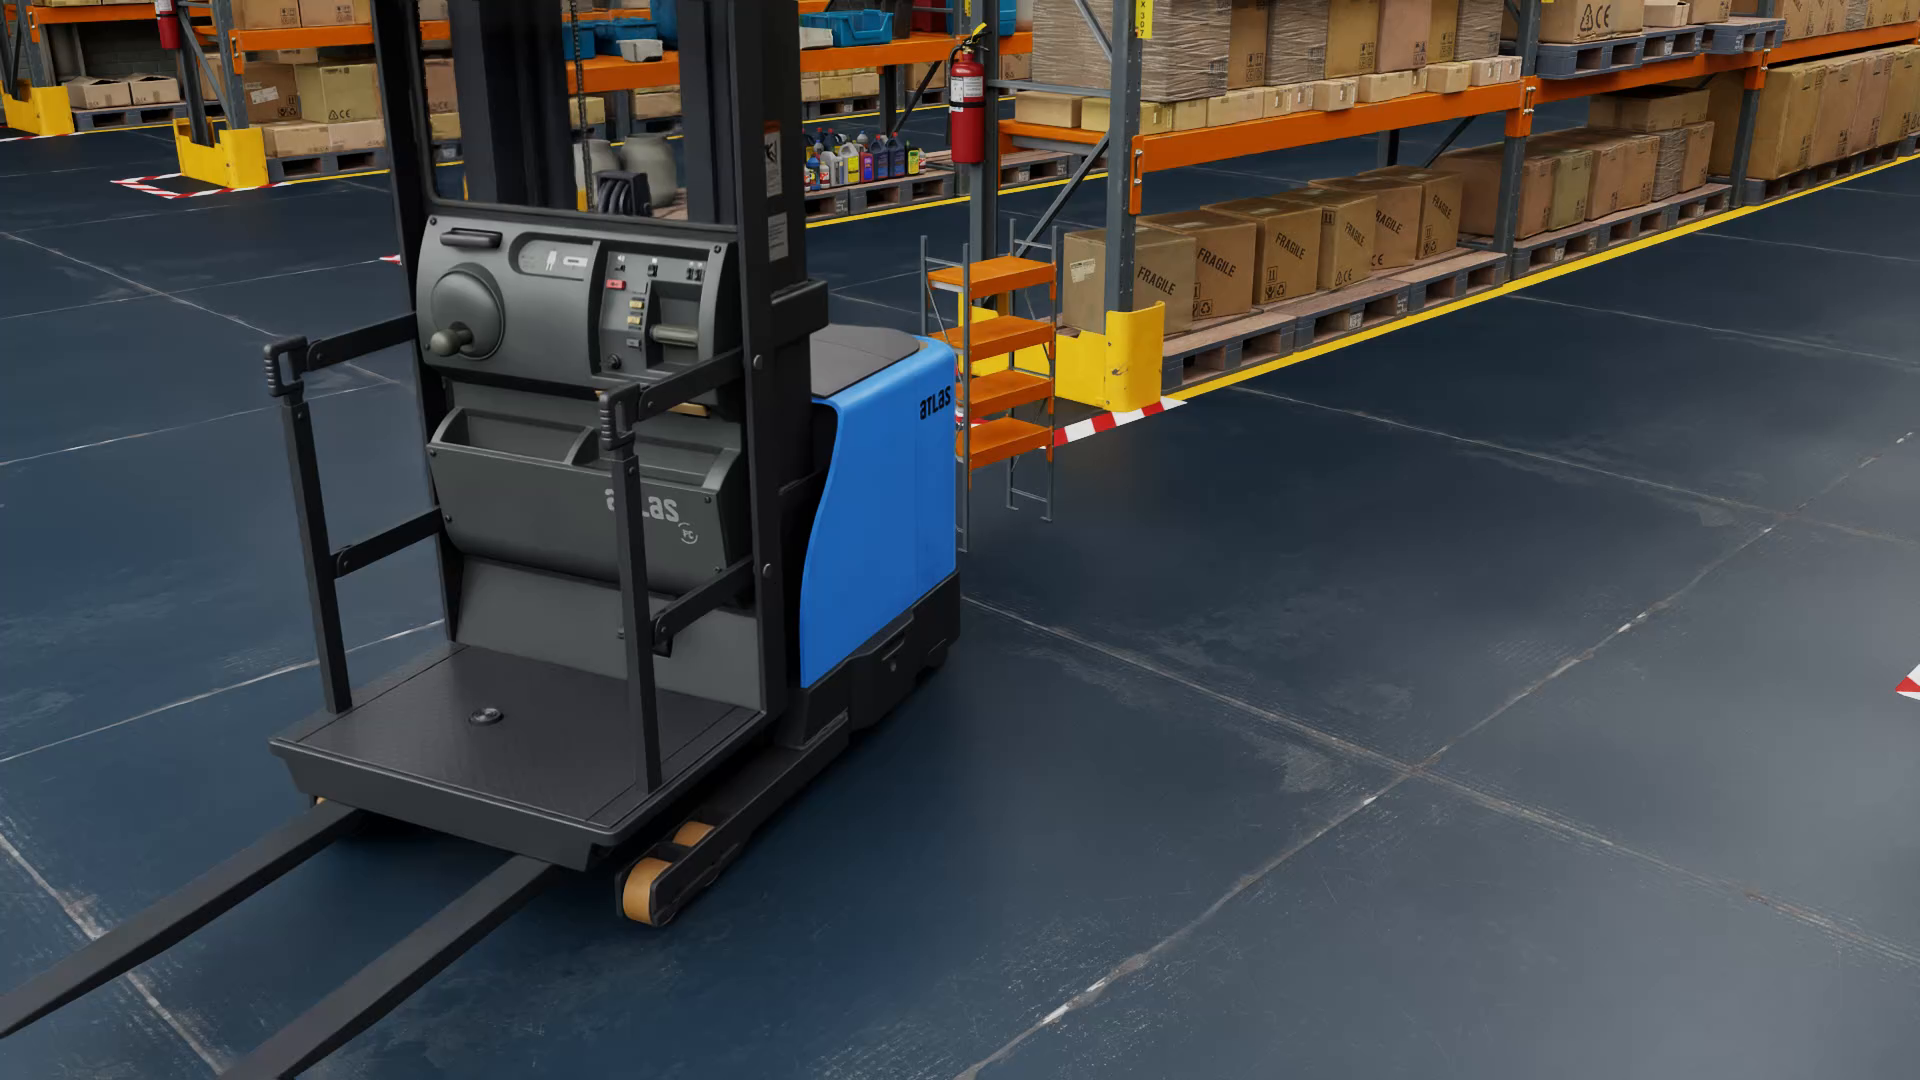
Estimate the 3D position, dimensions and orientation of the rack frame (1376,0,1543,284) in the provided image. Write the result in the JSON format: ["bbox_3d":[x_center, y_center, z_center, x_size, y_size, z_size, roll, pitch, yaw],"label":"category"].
[{"bbox_3d":[3.240,-3.218,10.767,1.000,3.000,0.127,19,28,41],"label":"rack frame"}]

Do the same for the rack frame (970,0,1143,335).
[{"bbox_3d":[0.450,-2.190,8.092,1.000,3.000,0.127,19,28,41],"label":"rack frame"}]

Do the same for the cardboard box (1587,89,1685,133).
[{"bbox_3d":[5.222,-3.316,12.848,0.500,0.250,0.500,-16,26,-36],"label":"cardboard box"}]

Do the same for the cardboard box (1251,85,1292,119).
[{"bbox_3d":[1.532,-2.338,8.828,0.380,0.149,0.250,19,28,41],"label":"cardboard box"}]

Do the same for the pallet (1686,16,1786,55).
[{"bbox_3d":[5.610,-3.947,12.930,1.213,0.211,1.003,19,28,41],"label":"pallet"}]

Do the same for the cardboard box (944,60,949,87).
[{"bbox_3d":[-0.181,-5.947,20.737,0.500,0.500,0.500,18,27,39],"label":"cardboard box"}]

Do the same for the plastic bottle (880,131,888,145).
[{"bbox_3d":[-0.654,-3.225,13.864,0.144,0.351,0.185,19,28,41],"label":"plastic bottle"}]

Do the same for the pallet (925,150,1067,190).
[{"bbox_3d":[0.212,-3.368,15.043,1.003,0.211,1.213,19,28,41],"label":"pallet"}]

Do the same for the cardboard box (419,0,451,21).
[{"bbox_3d":[-5.232,-5.233,15.868,0.500,0.500,0.700,-19,28,-40],"label":"cardboard box"}]

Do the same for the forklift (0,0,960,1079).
[{"bbox_3d":[-1.084,-0.594,4.035,1.130,2.935,3.031,10,23,23],"label":"forklift"}]

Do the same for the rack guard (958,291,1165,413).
[{"bbox_3d":[0.503,-1.043,8.591,1.175,0.500,0.348,19,28,41],"label":"rack guard"}]

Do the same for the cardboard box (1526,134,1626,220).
[{"bbox_3d":[4.420,-2.671,12.214,0.700,0.500,0.500,16,26,36],"label":"cardboard box"}]

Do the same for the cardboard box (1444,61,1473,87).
[{"bbox_3d":[2.902,-2.861,10.188,0.380,0.149,0.250,19,28,41],"label":"cardboard box"}]

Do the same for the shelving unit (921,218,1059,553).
[{"bbox_3d":[0.115,-0.603,6.470,0.258,1.200,0.503,19,28,41],"label":"shelving unit"}]

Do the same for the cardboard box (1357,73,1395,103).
[{"bbox_3d":[2.244,-2.590,9.483,0.380,0.149,0.250,19,28,41],"label":"cardboard box"}]

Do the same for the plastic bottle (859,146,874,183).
[{"bbox_3d":[-0.769,-3.056,13.518,0.133,0.283,0.061,-18,27,-39],"label":"plastic bottle"}]

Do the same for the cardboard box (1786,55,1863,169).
[{"bbox_3d":[7.155,-3.850,14.787,1.225,0.875,0.875,19,28,41],"label":"cardboard box"}]

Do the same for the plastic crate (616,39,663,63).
[{"bbox_3d":[-2.244,-3.456,11.753,0.298,0.136,0.250,19,28,41],"label":"plastic crate"}]

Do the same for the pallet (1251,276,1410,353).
[{"bbox_3d":[1.946,-1.420,9.975,1.003,0.211,1.213,19,28,41],"label":"pallet"}]

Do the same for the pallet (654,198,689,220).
[{"bbox_3d":[-2.509,-2.367,12.438,1.003,0.211,1.213,19,28,41],"label":"pallet"}]

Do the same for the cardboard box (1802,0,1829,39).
[{"bbox_3d":[6.923,-4.483,13.918,0.500,0.500,0.500,18,28,39],"label":"cardboard box"}]

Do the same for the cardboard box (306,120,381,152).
[{"bbox_3d":[-5.765,-3.795,15.513,0.500,0.250,0.500,19,28,41],"label":"cardboard box"}]

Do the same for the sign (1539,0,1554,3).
[{"bbox_3d":[3.635,-3.489,10.263,0.100,0.325,0.005,19,28,41],"label":"sign"}]

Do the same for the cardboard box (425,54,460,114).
[{"bbox_3d":[-5.063,-4.400,16.043,0.500,0.500,0.500,19,28,41],"label":"cardboard box"}]

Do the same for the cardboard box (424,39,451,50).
[{"bbox_3d":[-6.905,-6.169,21.316,0.500,0.500,0.700,-19,28,-40],"label":"cardboard box"}]

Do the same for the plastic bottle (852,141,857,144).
[{"bbox_3d":[-0.916,-3.359,14.419,0.097,0.201,0.097,0,21,0],"label":"plastic bottle"}]

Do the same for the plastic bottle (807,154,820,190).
[{"bbox_3d":[-1.160,-2.916,13.169,0.097,0.271,0.097,0,21,0],"label":"plastic bottle"}]

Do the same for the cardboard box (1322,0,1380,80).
[{"bbox_3d":[1.853,-2.912,9.416,0.875,0.500,0.500,19,28,41],"label":"cardboard box"}]

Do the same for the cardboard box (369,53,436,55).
[{"bbox_3d":[-5.447,-4.534,16.392,0.500,0.500,0.500,19,28,41],"label":"cardboard box"}]

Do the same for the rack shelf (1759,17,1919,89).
[{"bbox_3d":[7.426,-4.425,14.909,1.077,0.370,4.000,19,28,41],"label":"rack shelf"}]

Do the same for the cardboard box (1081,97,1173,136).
[{"bbox_3d":[0.820,-2.086,8.172,0.380,0.149,0.250,19,28,41],"label":"cardboard box"}]

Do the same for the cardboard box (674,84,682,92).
[{"bbox_3d":[-3.035,-5.044,17.983,0.500,0.311,0.500,19,28,40],"label":"cardboard box"}]

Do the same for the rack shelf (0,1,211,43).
[{"bbox_3d":[-8.802,-6.088,19.235,1.077,0.370,4.000,19,28,41],"label":"rack shelf"}]

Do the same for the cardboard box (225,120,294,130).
[{"bbox_3d":[-6.483,-3.795,15.514,0.500,0.250,0.500,19,28,41],"label":"cardboard box"}]

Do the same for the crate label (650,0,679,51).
[{"bbox_3d":[-2.009,-3.987,12.718,0.502,0.435,0.616,19,28,41],"label":"crate label"}]

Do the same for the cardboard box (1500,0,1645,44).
[{"bbox_3d":[3.895,-3.864,11.024,1.000,1.000,1.000,19,28,41],"label":"cardboard box"}]

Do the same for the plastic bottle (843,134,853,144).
[{"bbox_3d":[-0.974,-3.307,14.170,0.061,0.283,0.133,19,28,41],"label":"plastic bottle"}]

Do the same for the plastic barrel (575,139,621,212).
[{"bbox_3d":[-2.694,-2.653,12.178,0.421,0.512,0.421,0,21,0],"label":"plastic barrel"}]

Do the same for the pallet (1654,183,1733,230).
[{"bbox_3d":[5.485,-2.744,13.421,1.003,0.211,1.213,19,28,41],"label":"pallet"}]

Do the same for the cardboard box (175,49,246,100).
[{"bbox_3d":[-8.705,-5.426,19.381,0.700,0.500,0.500,17,27,37],"label":"cardboard box"}]

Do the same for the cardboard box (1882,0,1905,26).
[{"bbox_3d":[8.341,-5.007,15.282,0.500,0.500,0.500,-19,28,-40],"label":"cardboard box"}]

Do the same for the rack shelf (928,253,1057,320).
[{"bbox_3d":[0.115,-0.969,6.329,0.258,0.148,0.480,19,28,41],"label":"rack shelf"}]

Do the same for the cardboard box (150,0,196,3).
[{"bbox_3d":[-8.917,-6.161,18.604,0.500,0.250,0.500,19,28,40],"label":"cardboard box"}]

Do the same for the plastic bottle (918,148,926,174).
[{"bbox_3d":[-0.338,-3.186,13.970,0.097,0.201,0.097,0,21,0],"label":"plastic bottle"}]

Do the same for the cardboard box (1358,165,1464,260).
[{"bbox_3d":[2.933,-2.155,10.898,0.500,0.500,0.500,18,28,39],"label":"cardboard box"}]

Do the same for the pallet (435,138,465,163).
[{"bbox_3d":[-5.291,-3.888,16.396,1.003,0.211,1.213,19,28,41],"label":"pallet"}]

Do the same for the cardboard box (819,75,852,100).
[{"bbox_3d":[-1.614,-5.310,19.455,0.500,0.250,0.500,19,28,40],"label":"cardboard box"}]

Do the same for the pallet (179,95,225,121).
[{"bbox_3d":[-8.701,-5.139,19.651,1.003,0.211,1.213,19,28,41],"label":"pallet"}]

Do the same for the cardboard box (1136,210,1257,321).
[{"bbox_3d":[1.290,-1.538,9.294,0.500,0.500,0.500,-12,24,-28],"label":"cardboard box"}]

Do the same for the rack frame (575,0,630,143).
[{"bbox_3d":[-3.855,-5.699,17.220,1.000,3.000,0.127,19,28,41],"label":"rack frame"}]

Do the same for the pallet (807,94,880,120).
[{"bbox_3d":[-1.667,-5.223,19.870,1.003,0.211,1.213,19,28,41],"label":"pallet"}]
